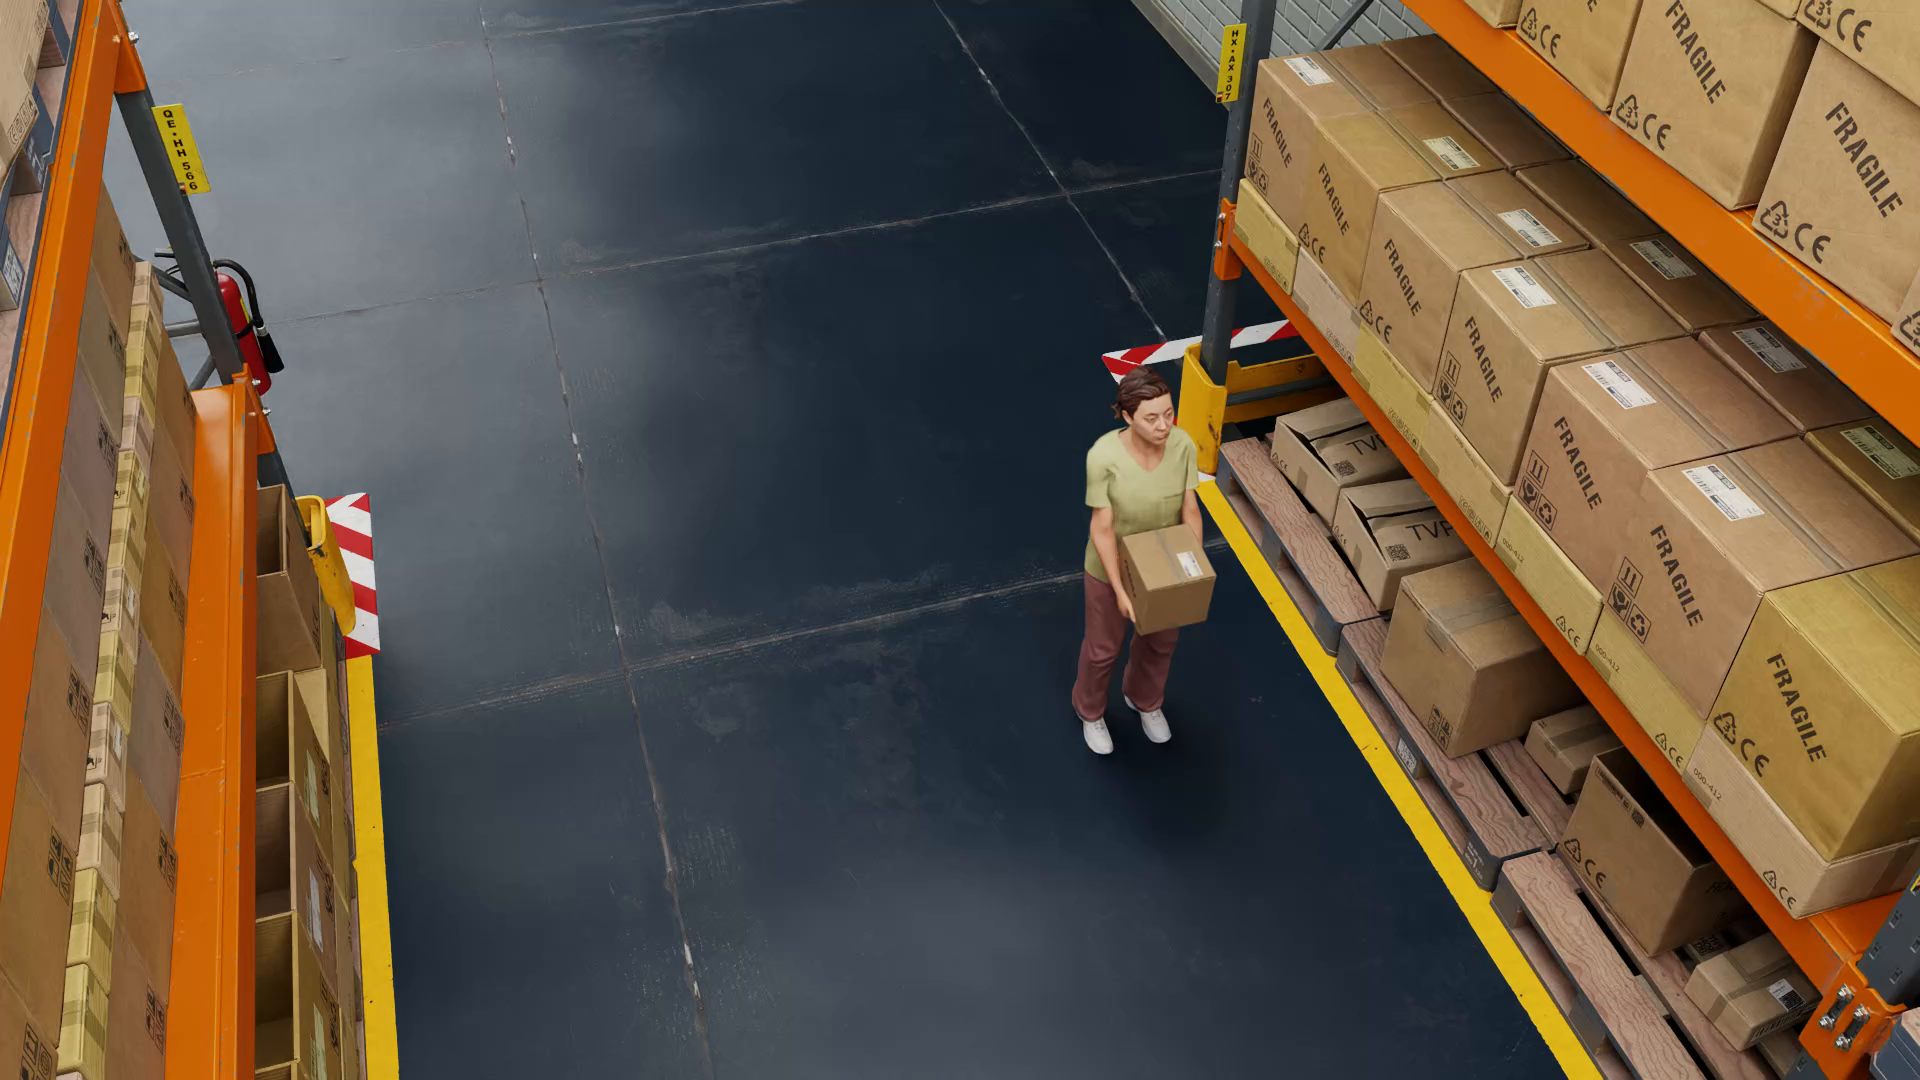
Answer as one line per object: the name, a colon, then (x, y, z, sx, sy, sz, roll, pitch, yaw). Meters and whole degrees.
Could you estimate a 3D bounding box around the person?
person: (0.655, 0.141, 6.016, 0.424, 1.667, 0.551, -12, 44, -12)
